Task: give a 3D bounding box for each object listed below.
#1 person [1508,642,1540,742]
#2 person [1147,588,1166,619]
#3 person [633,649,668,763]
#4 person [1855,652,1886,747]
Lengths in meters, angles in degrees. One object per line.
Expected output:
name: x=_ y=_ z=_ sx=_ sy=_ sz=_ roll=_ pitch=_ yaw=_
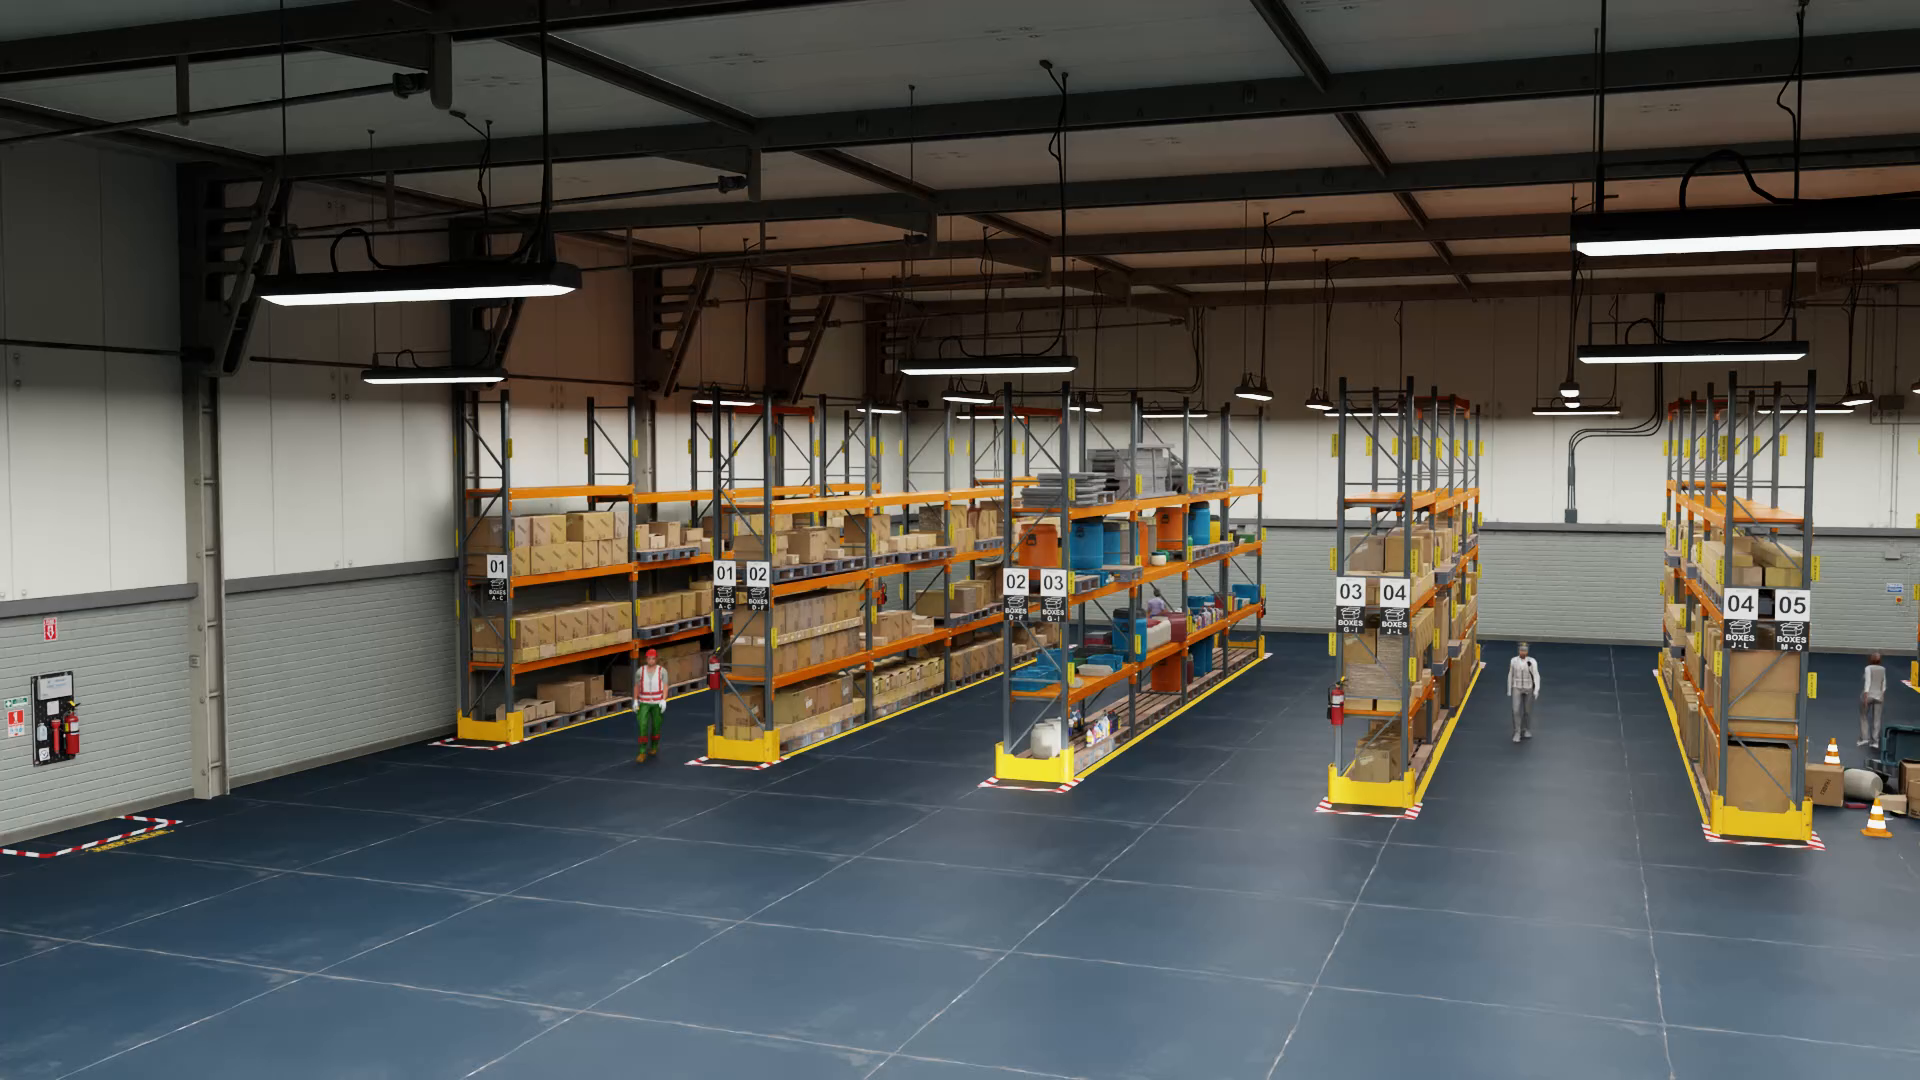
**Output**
person: x=9.701 y=2.603 z=28.624 sx=0.538 sy=1.707 sz=0.618 roll=1 pitch=3 yaw=22
person: x=4.708 y=1.989 z=39.878 sx=0.533 sy=1.649 sz=0.481 roll=2 pitch=4 yaw=38
person: x=-4.971 y=2.629 z=26.721 sx=0.574 sy=1.755 sz=0.893 roll=-1 pitch=3 yaw=-11
person: x=15.313 y=2.693 z=27.859 sx=0.406 sy=1.626 sz=0.621 roll=1 pitch=3 yaw=16
